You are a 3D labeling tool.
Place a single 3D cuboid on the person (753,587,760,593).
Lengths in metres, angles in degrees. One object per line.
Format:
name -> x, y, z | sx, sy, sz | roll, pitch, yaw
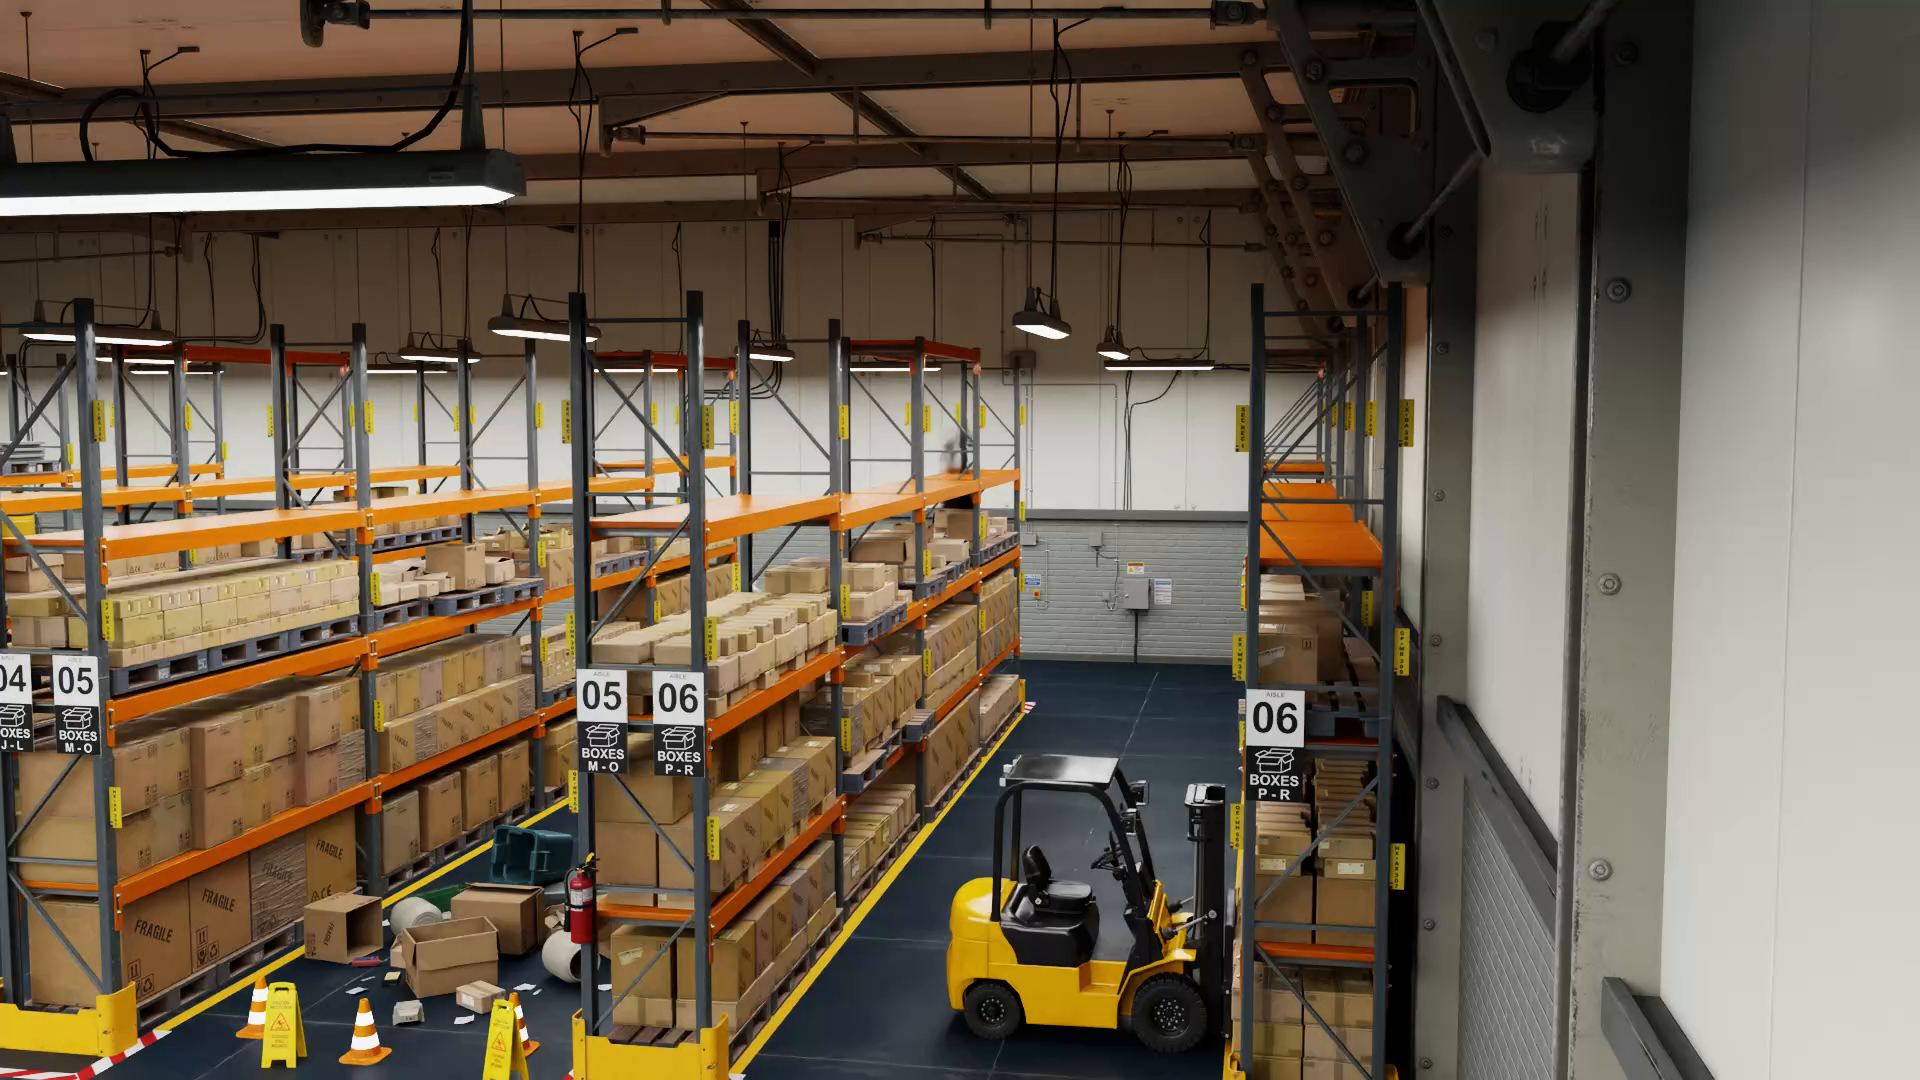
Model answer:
person -> -3.793, 1.690, 30.291 | 0.760, 1.732, 0.914 | -4, 6, -39
